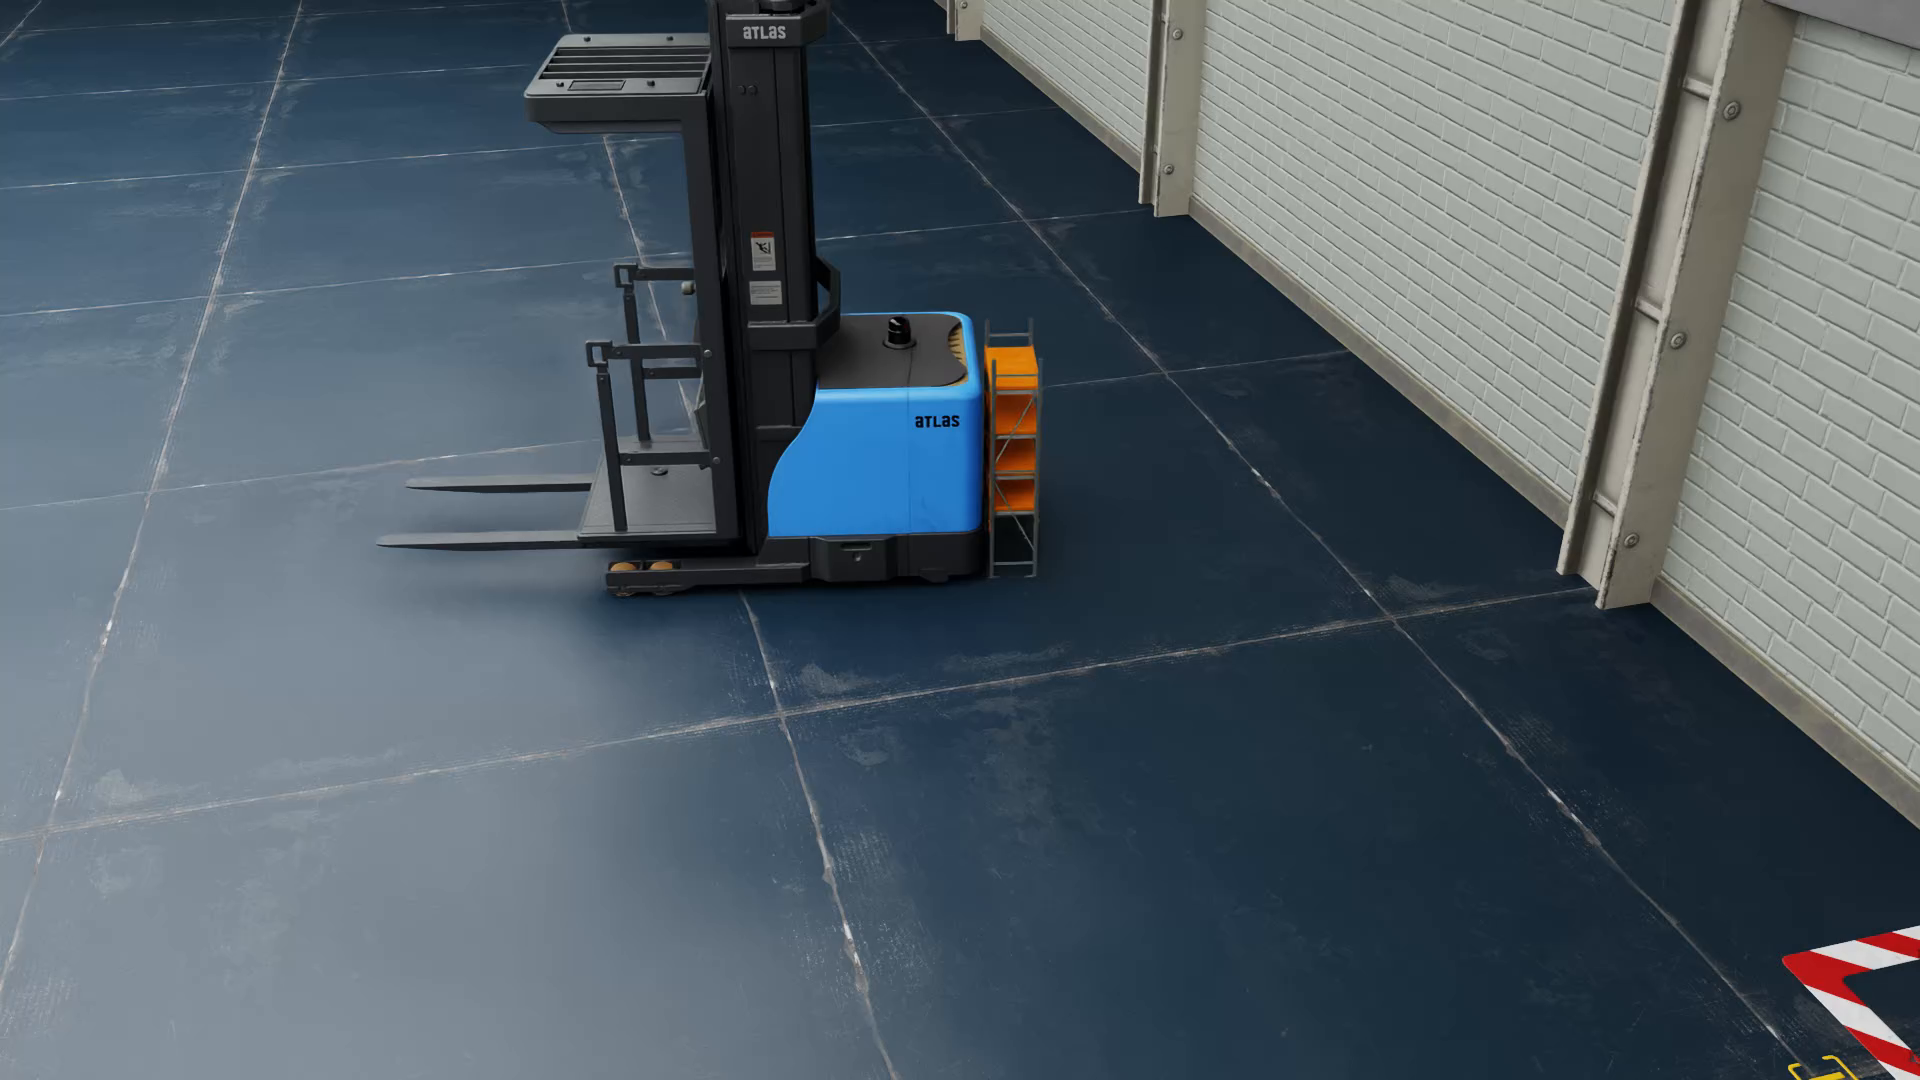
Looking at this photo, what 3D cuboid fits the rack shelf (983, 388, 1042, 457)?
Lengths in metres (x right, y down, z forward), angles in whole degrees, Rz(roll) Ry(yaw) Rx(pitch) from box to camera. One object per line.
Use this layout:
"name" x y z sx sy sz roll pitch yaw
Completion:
"rack shelf" 0.257 -0.588 8.256 0.258 0.148 0.480 -1 30 -2

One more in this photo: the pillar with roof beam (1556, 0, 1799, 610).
"pillar with roof beam" -0.909 -3.096 5.116 9.100 9.000 0.400 -8 31 -13

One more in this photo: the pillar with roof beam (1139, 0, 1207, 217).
"pillar with roof beam" -2.502 -5.994 10.123 9.100 9.000 0.400 -8 31 -13

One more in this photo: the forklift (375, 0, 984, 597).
"forklift" -1.414 -1.260 8.001 3.031 2.935 1.130 -1 30 -2

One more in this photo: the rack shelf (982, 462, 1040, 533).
"rack shelf" 0.256 -0.223 8.468 0.258 0.148 0.480 -1 30 -2

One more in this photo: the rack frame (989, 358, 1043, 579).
"rack frame" 0.269 -0.331 8.124 0.240 1.200 0.015 -1 30 -2

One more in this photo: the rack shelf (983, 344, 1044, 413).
"rack shelf" 0.257 -0.793 8.138 0.258 0.148 0.480 -1 30 -2

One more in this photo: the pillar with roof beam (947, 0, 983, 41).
"pillar with roof beam" -4.094 -8.892 15.129 9.100 9.000 0.400 -8 31 -13

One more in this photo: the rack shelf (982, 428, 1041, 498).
"rack shelf" 0.256 -0.395 8.368 0.258 0.148 0.480 -1 30 -2

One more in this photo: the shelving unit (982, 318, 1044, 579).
"shelving unit" 0.256 -0.453 8.335 0.258 1.200 0.503 -1 30 -2

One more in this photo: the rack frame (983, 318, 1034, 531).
"rack frame" 0.244 -0.575 8.545 0.240 1.200 0.015 -1 30 -2
